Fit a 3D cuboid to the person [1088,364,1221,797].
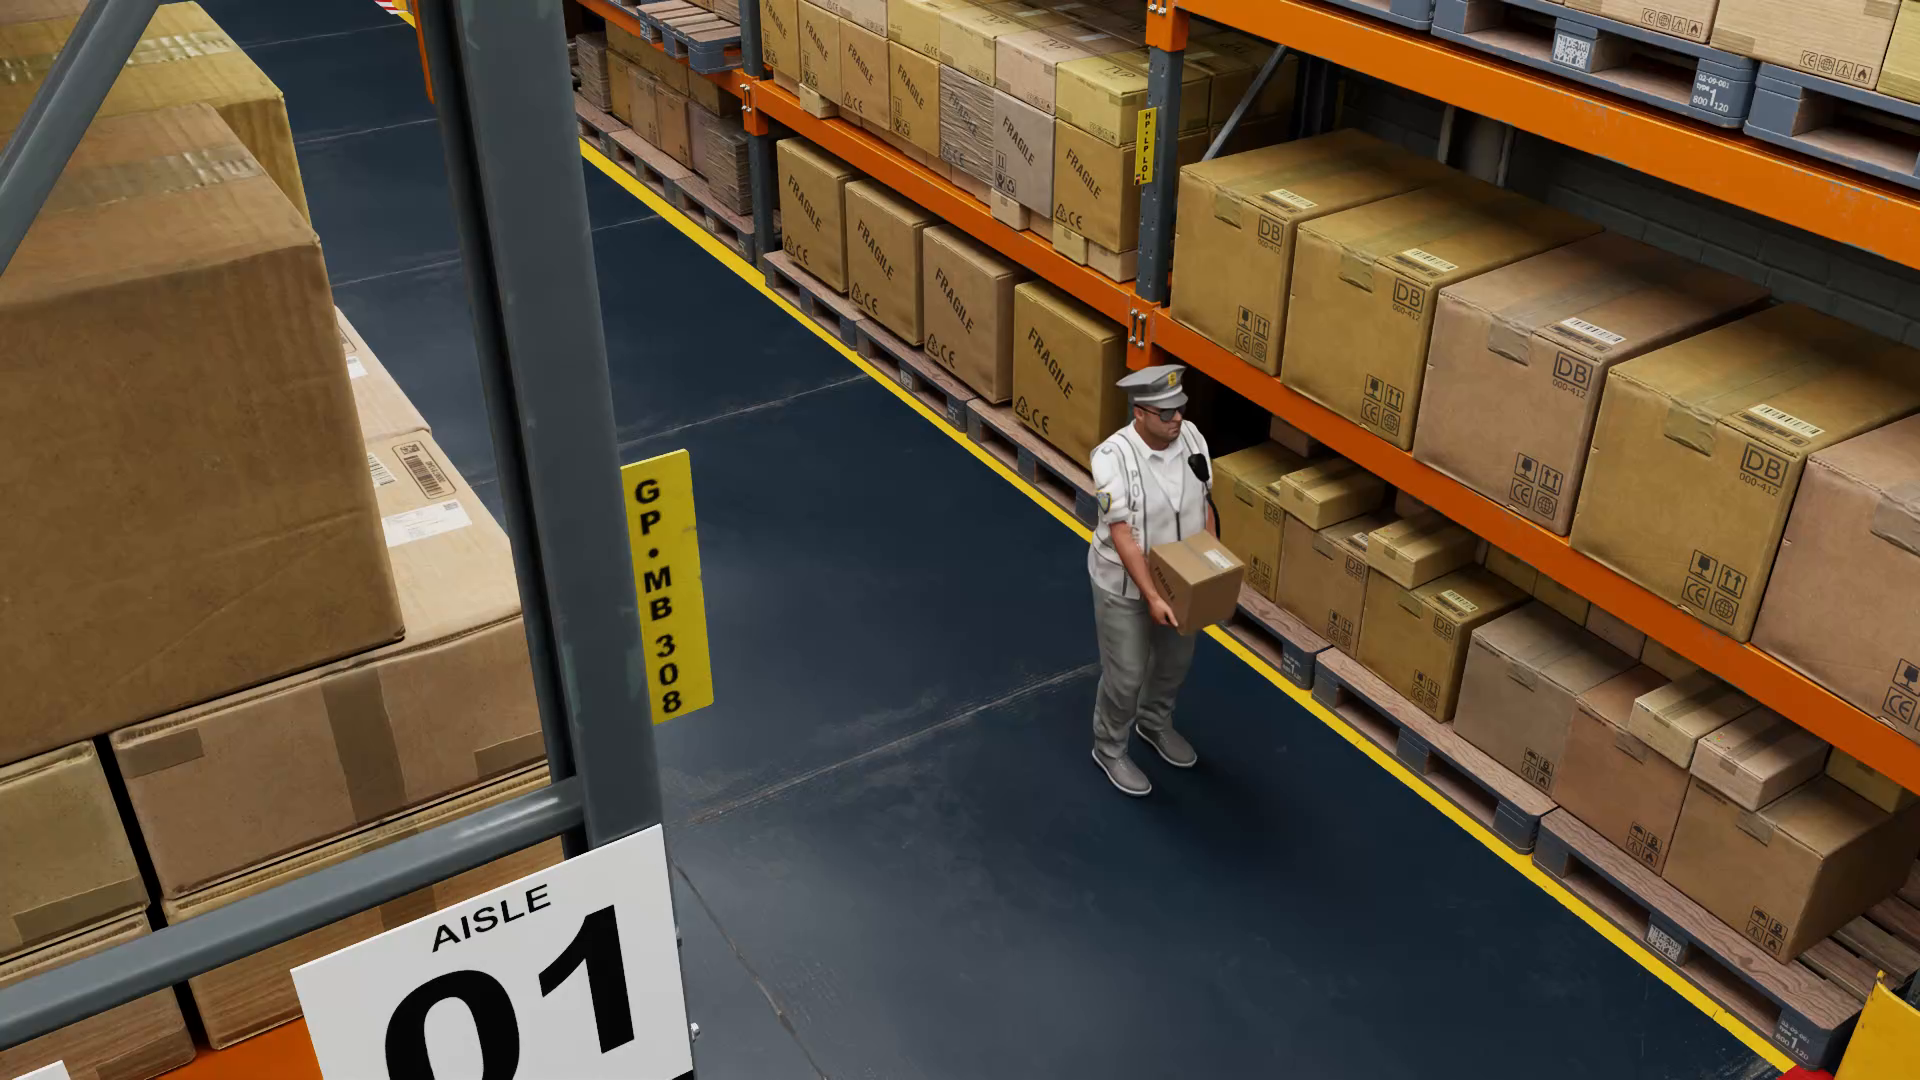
[{"bbox_3d":[0.770,0.170,6.349,0.493,1.770,0.558,-19,37,-27],"label":"person"}]
